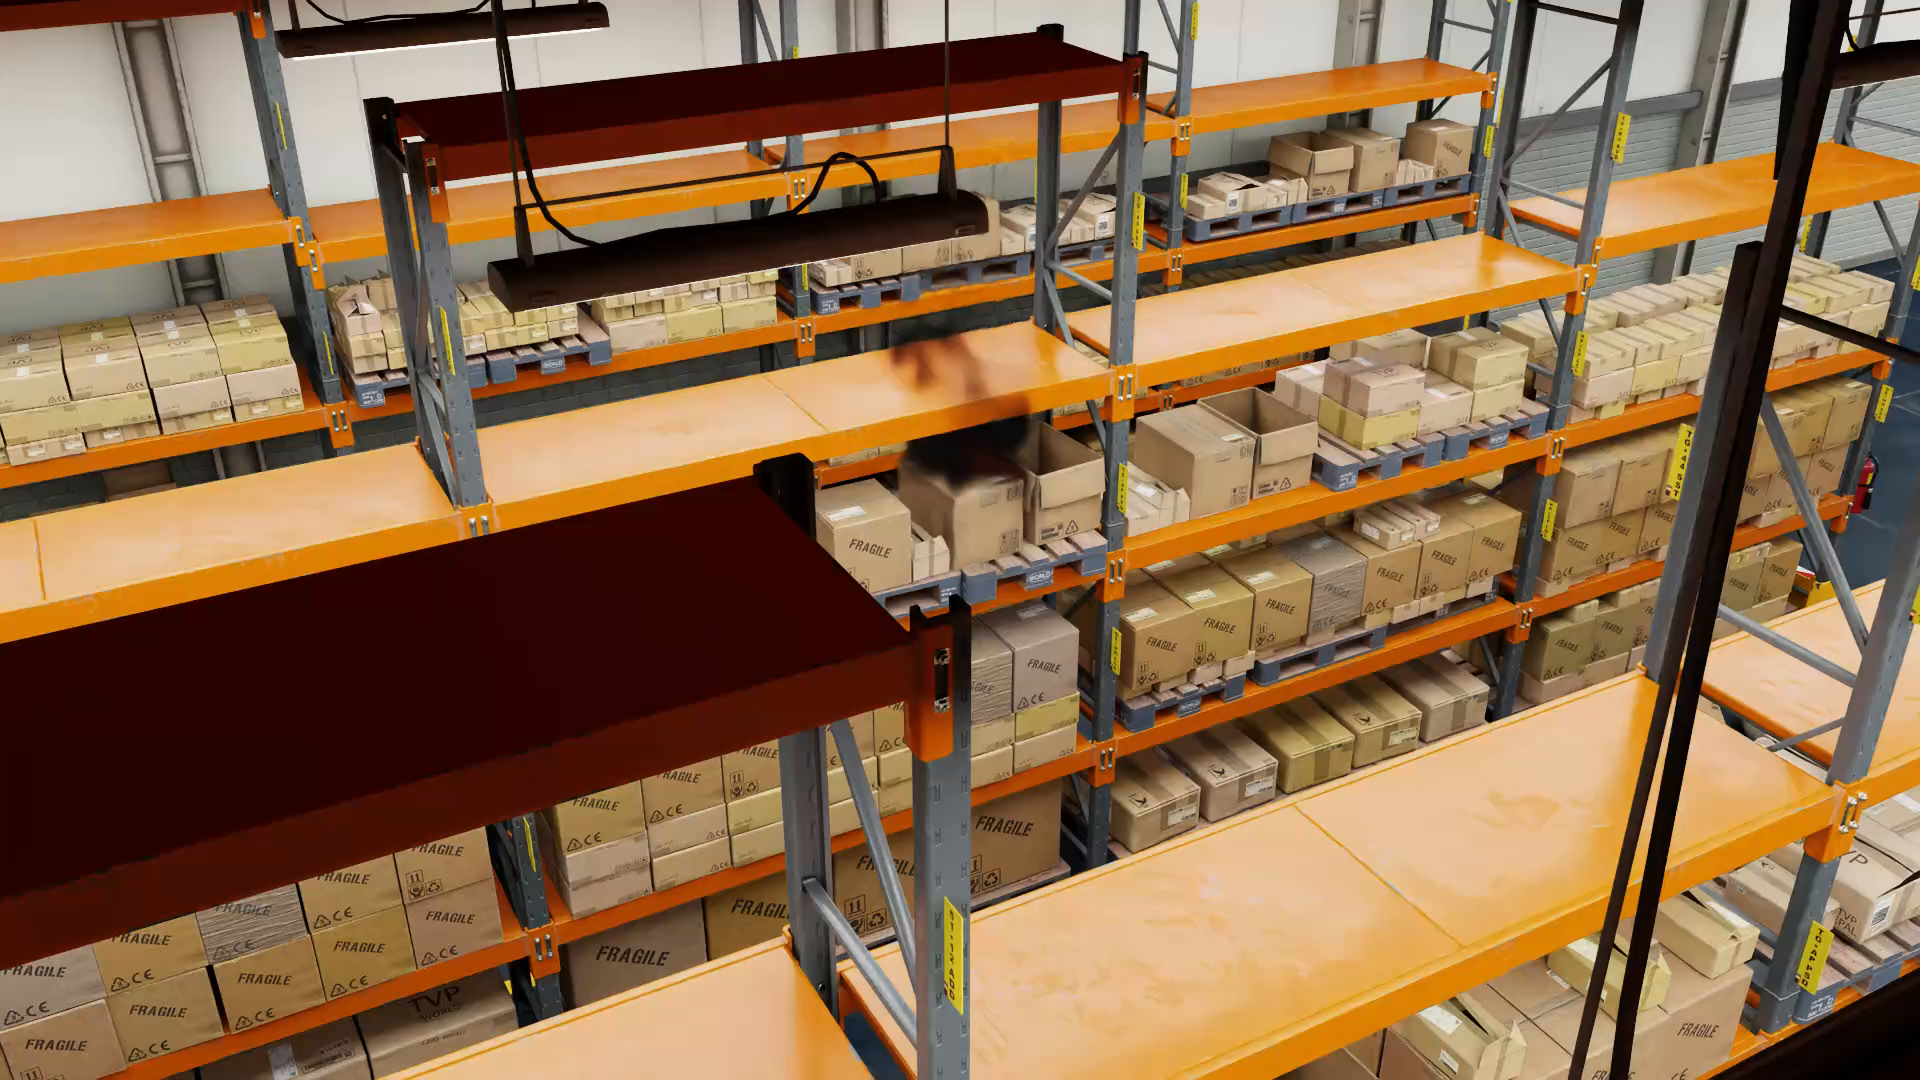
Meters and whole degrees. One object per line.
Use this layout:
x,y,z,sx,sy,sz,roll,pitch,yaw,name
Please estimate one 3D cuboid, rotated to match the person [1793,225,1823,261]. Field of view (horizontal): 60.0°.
10.417,-3.097,20.823,1.003,1.767,0.667,-18,33,-30,person
